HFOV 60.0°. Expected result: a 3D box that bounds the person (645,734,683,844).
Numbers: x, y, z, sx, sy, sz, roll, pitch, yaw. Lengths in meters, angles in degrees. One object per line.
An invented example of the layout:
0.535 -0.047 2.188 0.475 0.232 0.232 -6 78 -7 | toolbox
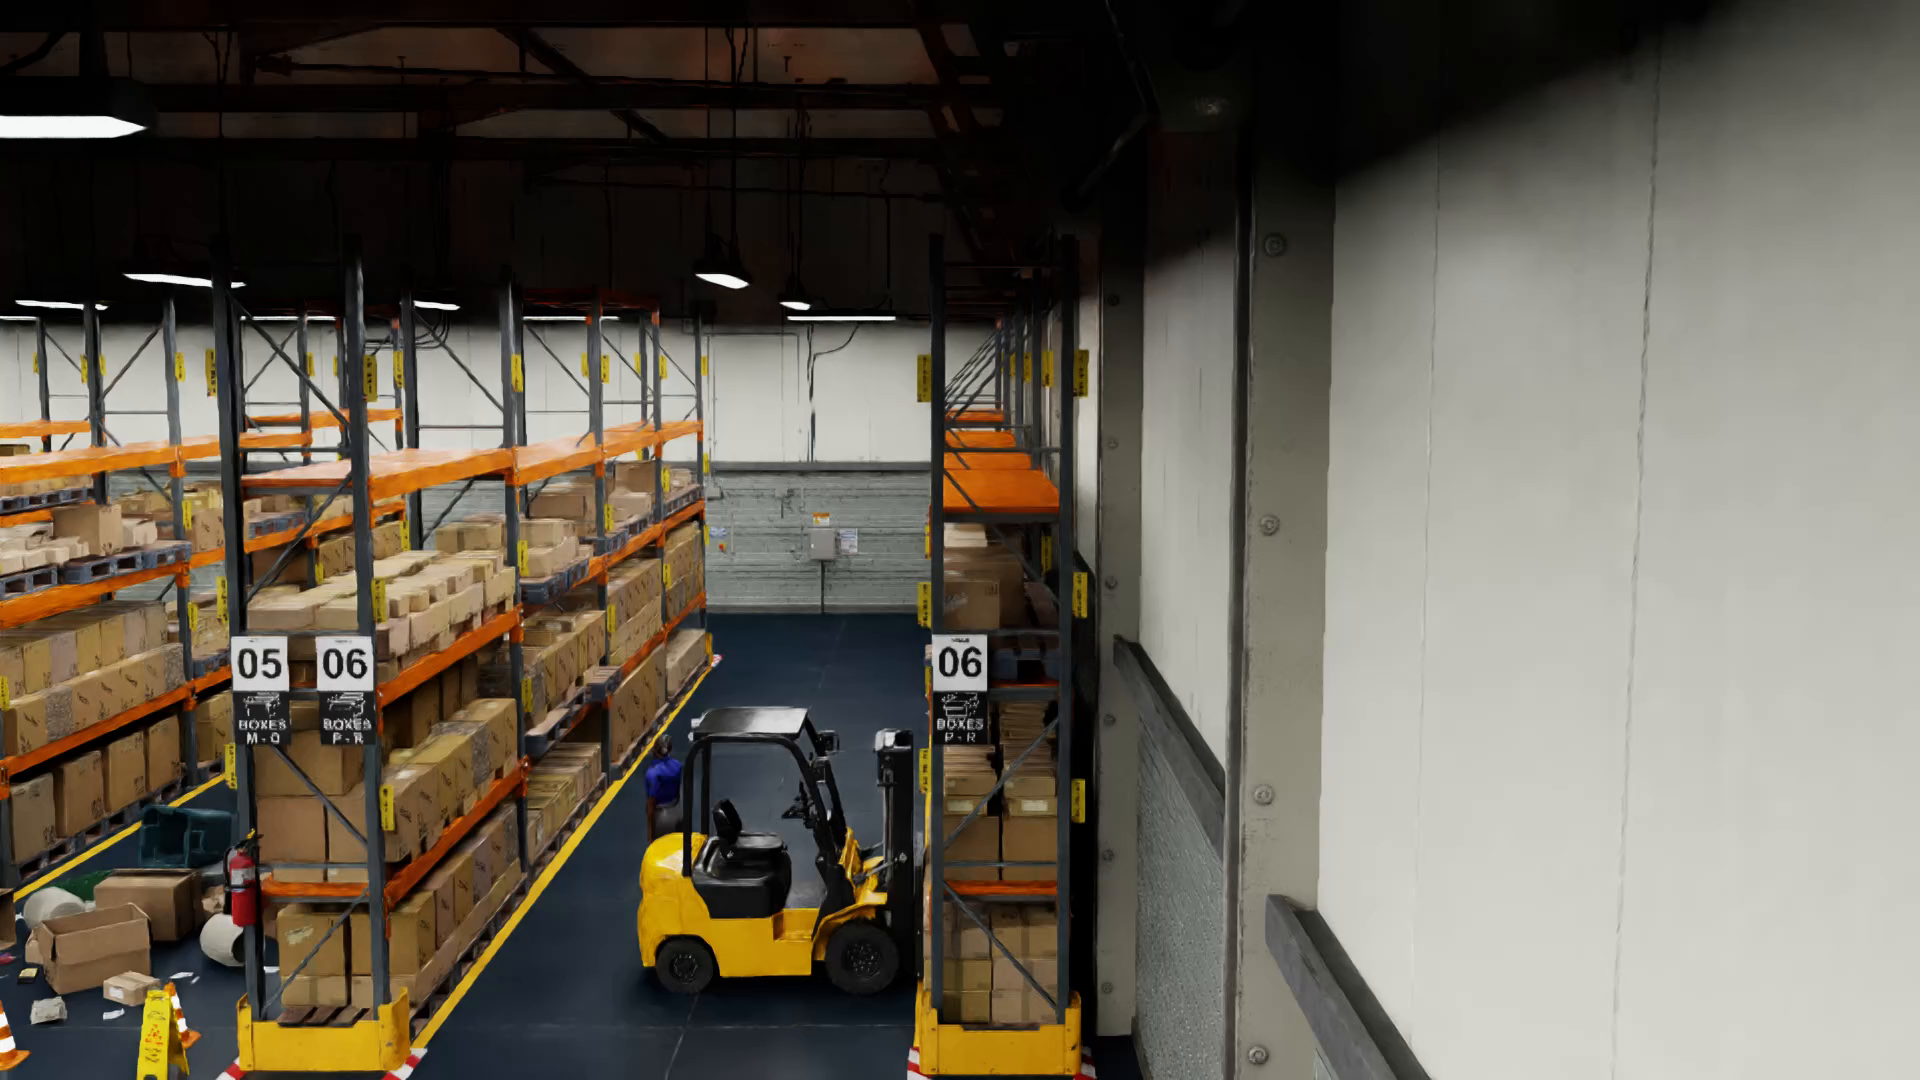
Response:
-2.791 2.624 15.518 0.465 1.662 0.498 4 7 29 | person
